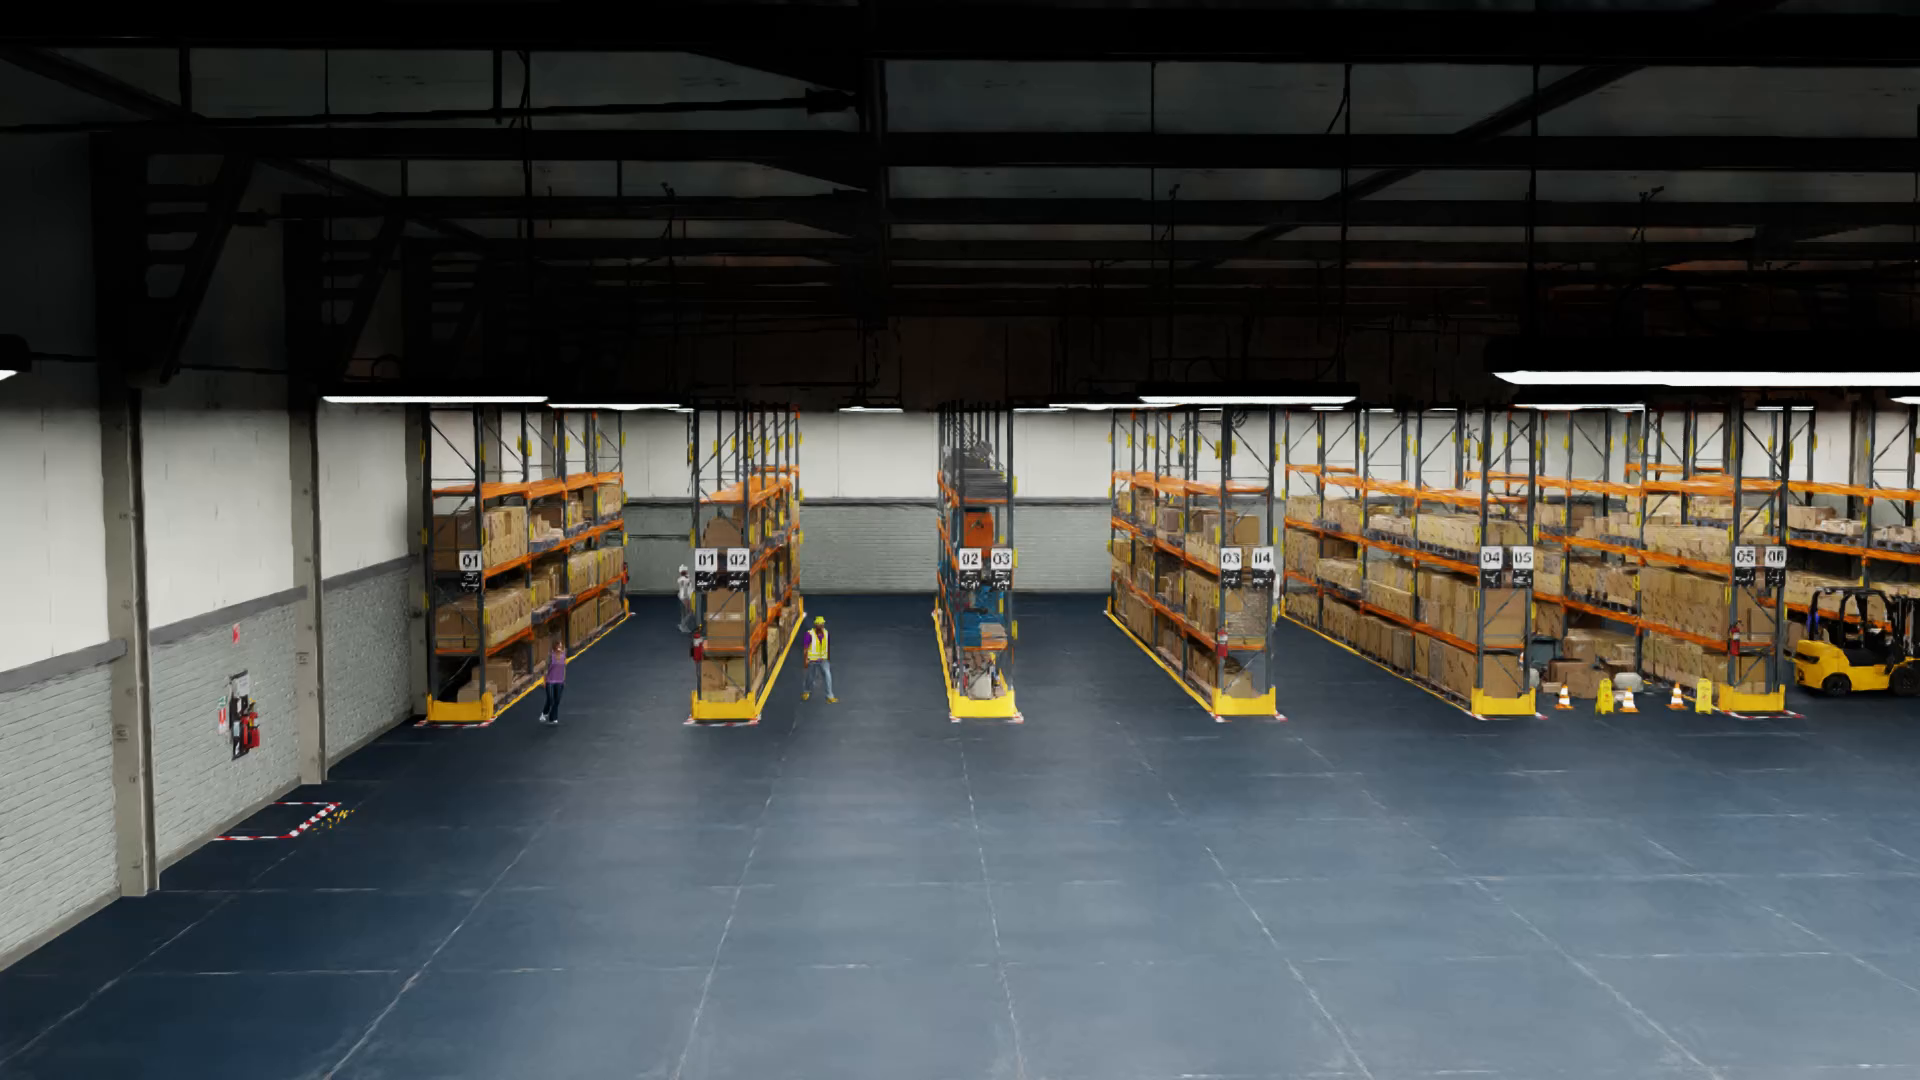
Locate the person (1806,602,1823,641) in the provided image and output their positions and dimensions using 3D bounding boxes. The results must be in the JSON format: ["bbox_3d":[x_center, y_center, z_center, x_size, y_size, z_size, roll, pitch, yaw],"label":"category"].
[{"bbox_3d":[18.401,2.157,35.919,0.545,1.652,0.574,2,5,25],"label":"person"}]

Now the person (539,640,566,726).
[{"bbox_3d":[-7.479,2.610,30.554,0.474,1.590,0.478,-4,6,-41],"label":"person"}]

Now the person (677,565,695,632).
[{"bbox_3d":[-7.203,1.541,43.489,0.447,1.761,0.569,-2,5,-27],"label":"person"}]

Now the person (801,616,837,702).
[{"bbox_3d":[-2.824,2.360,33.112,0.618,1.725,0.959,-2,5,-25],"label":"person"}]

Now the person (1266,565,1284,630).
[{"bbox_3d":[8.221,1.525,44.000,0.702,1.734,0.549,0,4,-4],"label":"person"}]
